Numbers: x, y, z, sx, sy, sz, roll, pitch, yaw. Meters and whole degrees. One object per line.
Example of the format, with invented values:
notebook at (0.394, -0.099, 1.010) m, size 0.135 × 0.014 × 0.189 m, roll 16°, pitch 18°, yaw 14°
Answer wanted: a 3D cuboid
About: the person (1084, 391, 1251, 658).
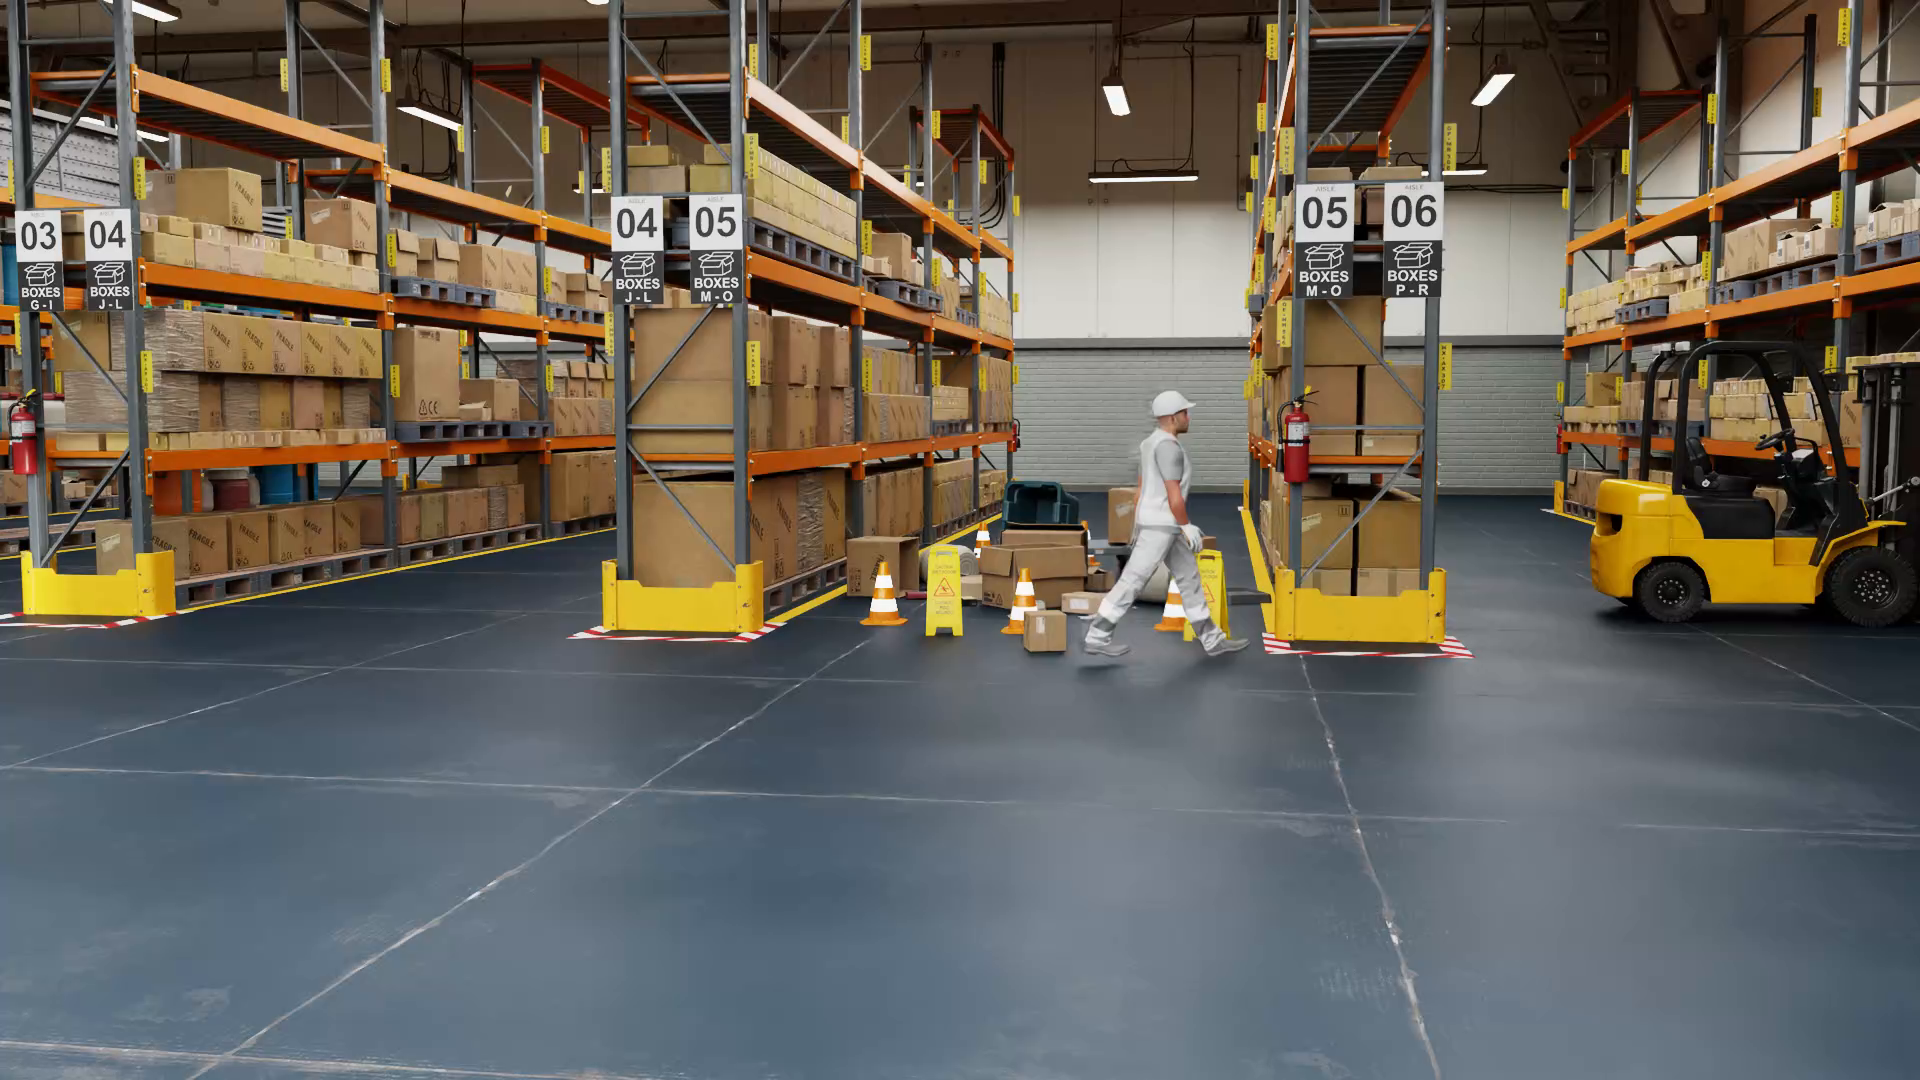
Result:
person at (1.344, -0.090, 10.644) m, size 1.095 × 1.727 × 0.527 m, roll 0°, pitch 4°, yaw 1°
